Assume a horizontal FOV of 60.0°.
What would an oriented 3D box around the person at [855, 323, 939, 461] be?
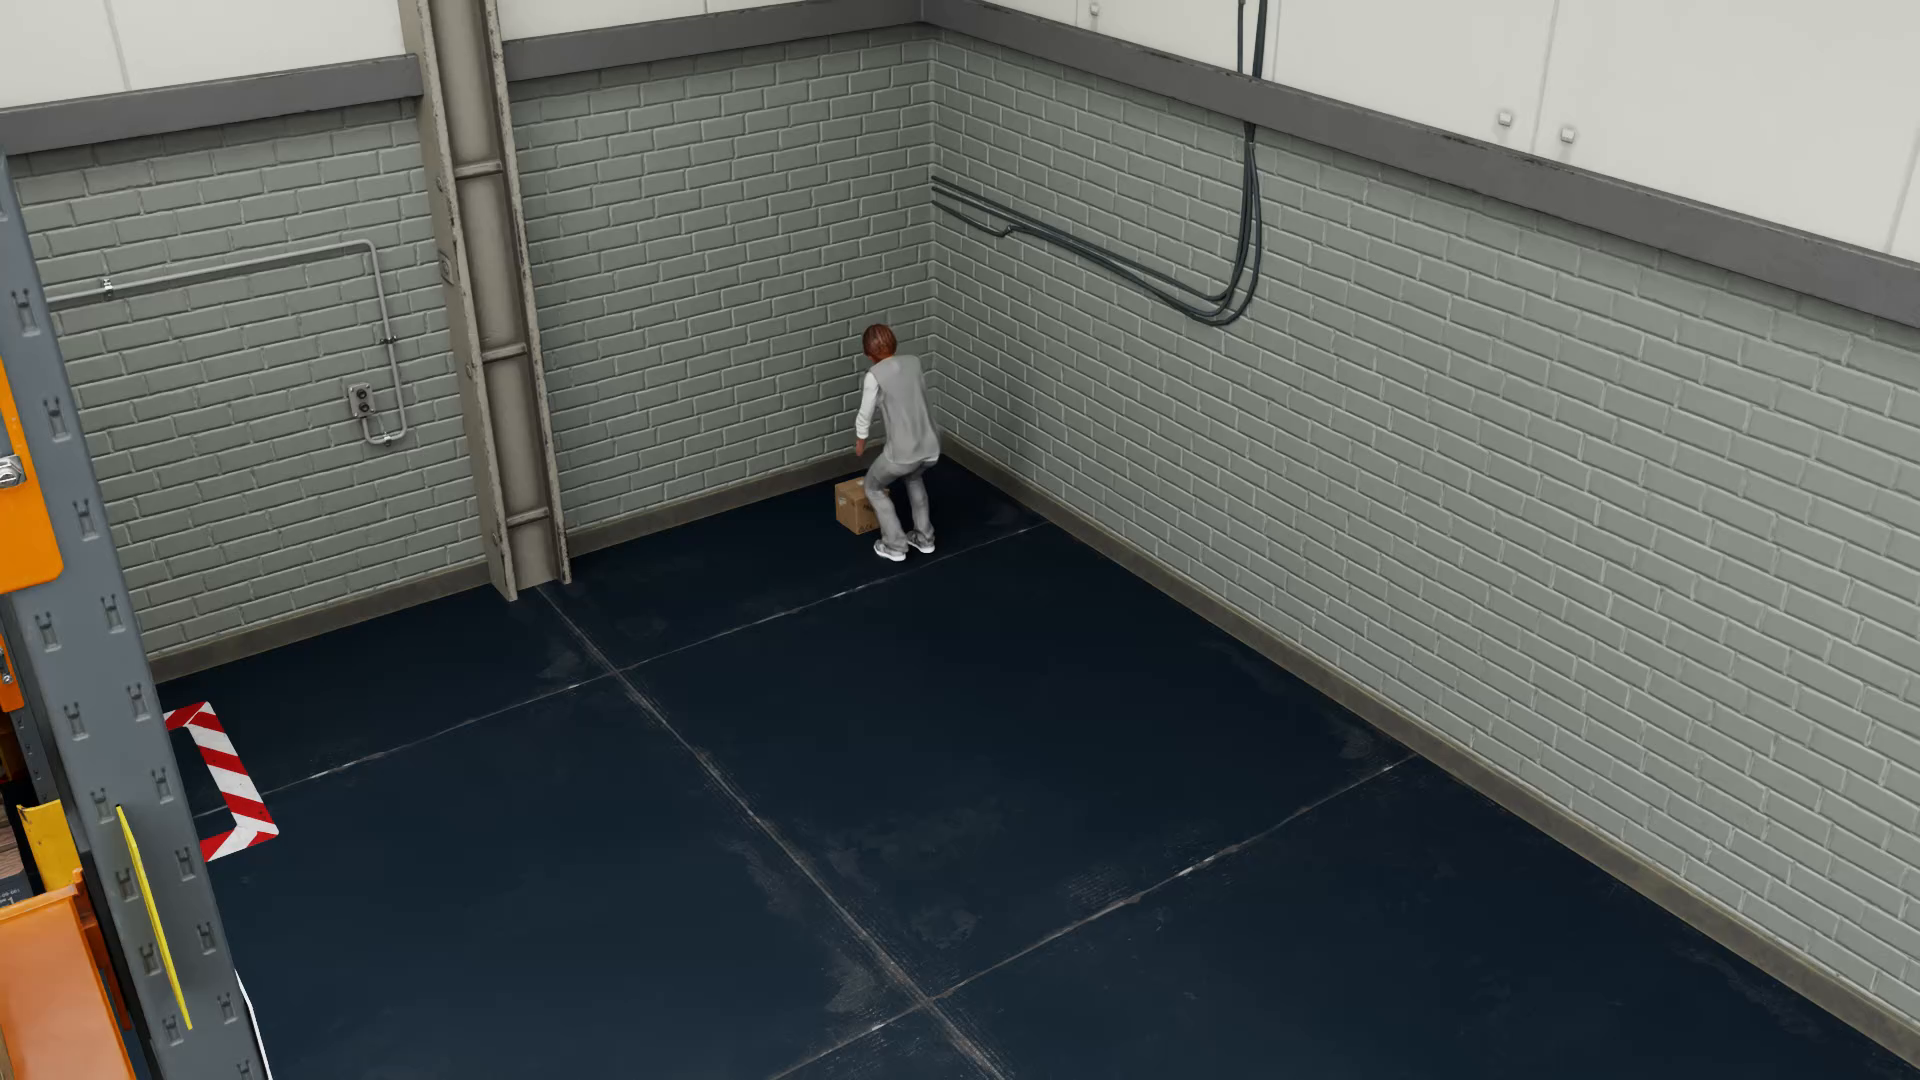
[{"bbox_3d":[-0.379,-0.806,9.682,0.456,0.843,0.546,-19,34,-30],"label":"person"}]
